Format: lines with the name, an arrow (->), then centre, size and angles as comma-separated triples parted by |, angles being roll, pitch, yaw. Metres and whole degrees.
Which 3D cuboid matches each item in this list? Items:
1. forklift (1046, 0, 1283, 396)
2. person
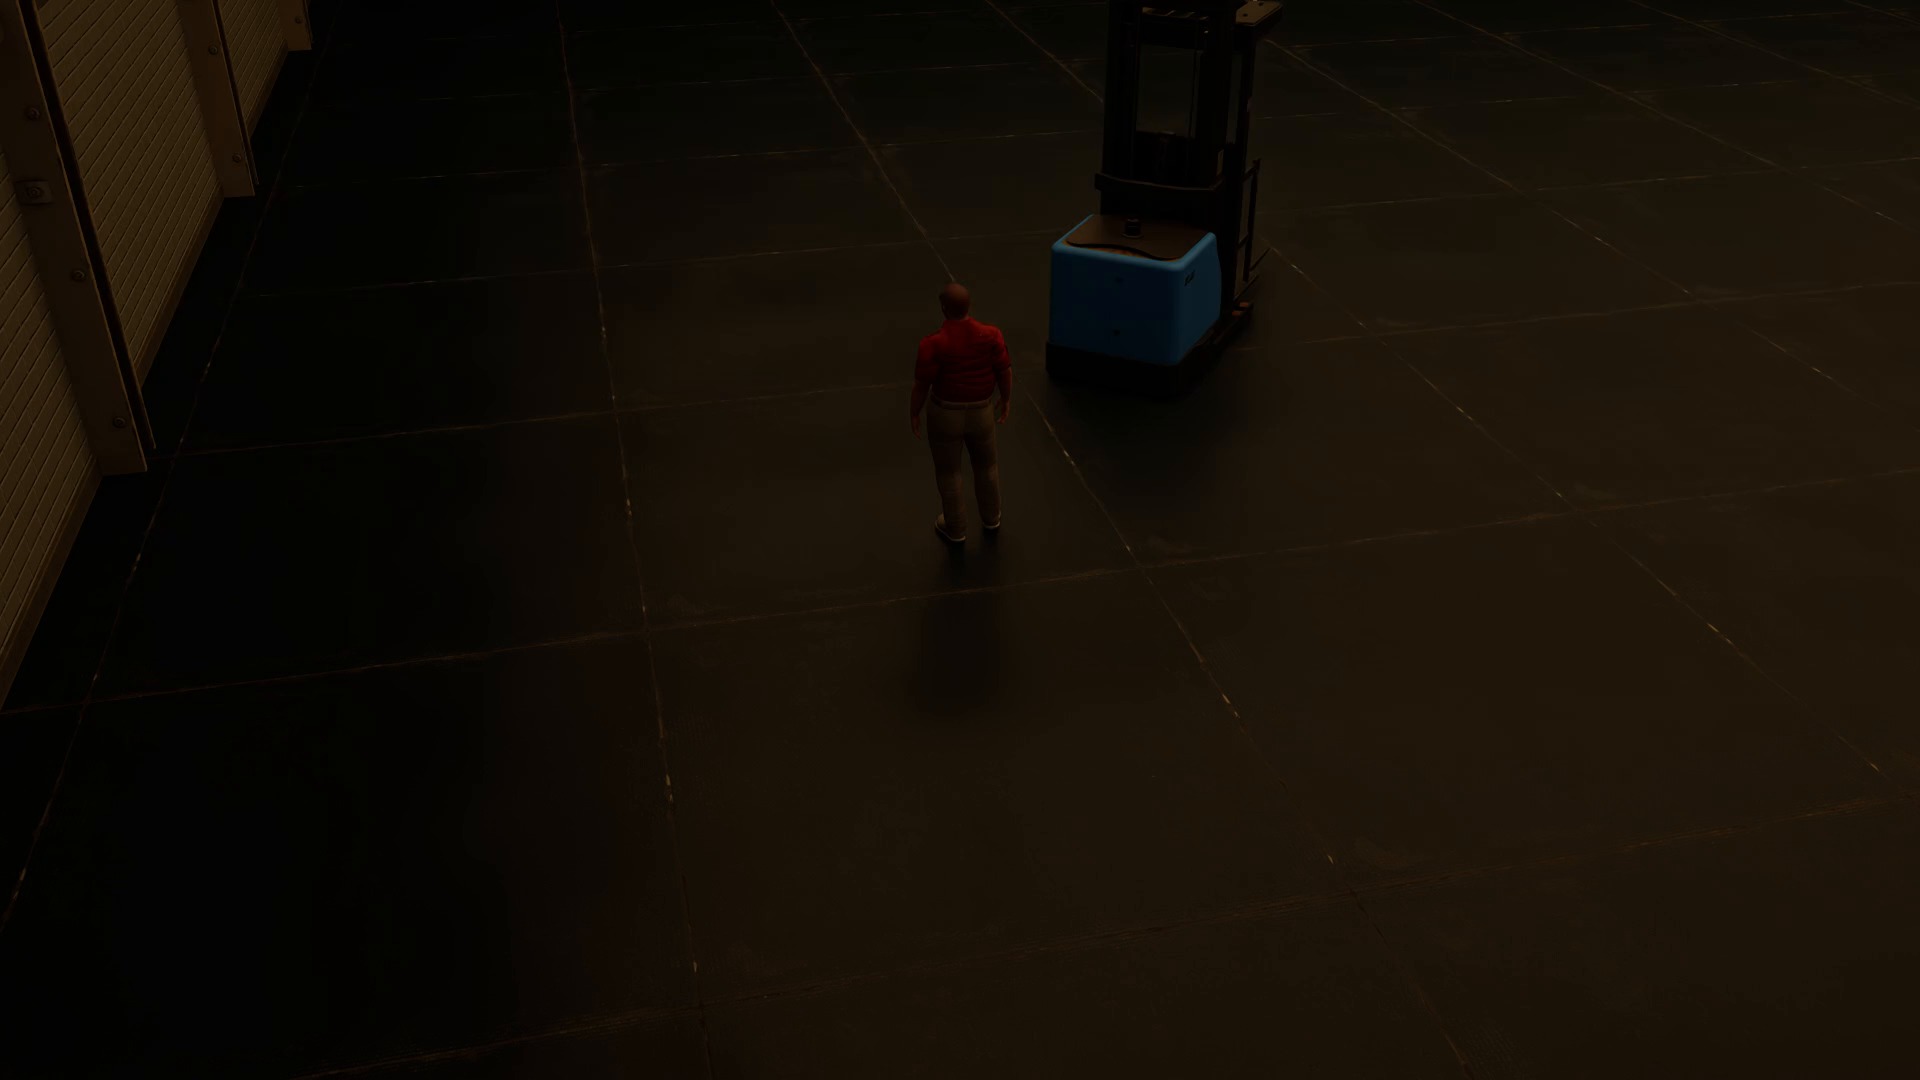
forklift -> 1.744, -3.041, 12.827 | 1.130, 2.935, 3.031 | 14, 33, 22
person -> -0.009, -0.799, 10.141 | 0.640, 1.727, 0.551 | -7, 31, -12
